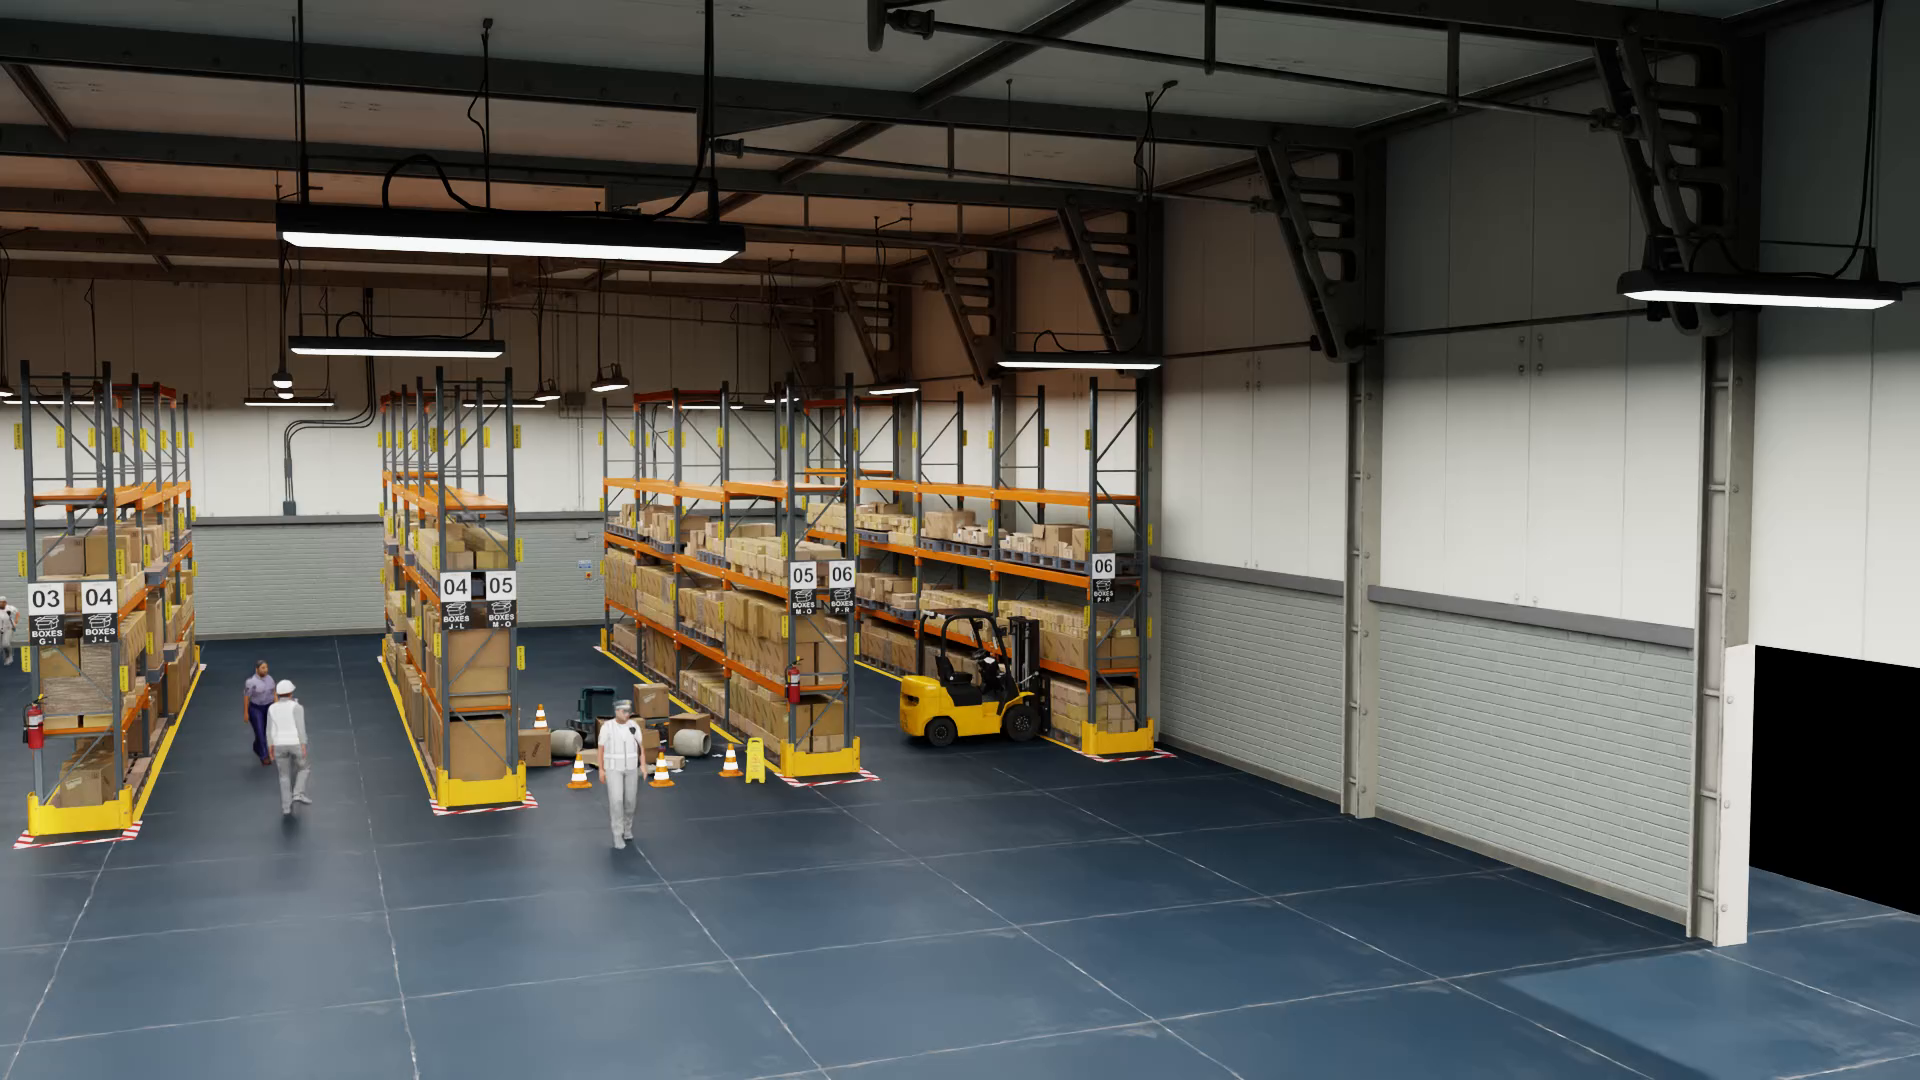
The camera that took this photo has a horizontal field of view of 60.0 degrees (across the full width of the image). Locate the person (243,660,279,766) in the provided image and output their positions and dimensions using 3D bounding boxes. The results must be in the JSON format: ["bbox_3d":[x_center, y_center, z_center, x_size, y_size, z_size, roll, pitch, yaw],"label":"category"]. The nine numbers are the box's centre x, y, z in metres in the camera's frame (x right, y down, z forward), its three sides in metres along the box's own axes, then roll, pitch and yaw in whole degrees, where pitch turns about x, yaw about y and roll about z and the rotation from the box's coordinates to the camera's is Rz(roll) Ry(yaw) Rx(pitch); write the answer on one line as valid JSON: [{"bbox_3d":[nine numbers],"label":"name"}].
[{"bbox_3d":[-10.824,2.639,25.756,1.068,1.586,0.549,3,5,44],"label":"person"}]

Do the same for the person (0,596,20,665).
[{"bbox_3d":[-21.129,2.005,36.755,0.557,1.576,0.747,-1,4,-12],"label":"person"}]

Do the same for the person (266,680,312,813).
[{"bbox_3d":[-9.036,2.766,22.369,0.579,1.763,0.495,-1,4,-12],"label":"person"}]

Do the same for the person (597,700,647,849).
[{"bbox_3d":[-4.167,2.906,20.698,0.561,1.785,0.684,-2,4,-30],"label":"person"}]
